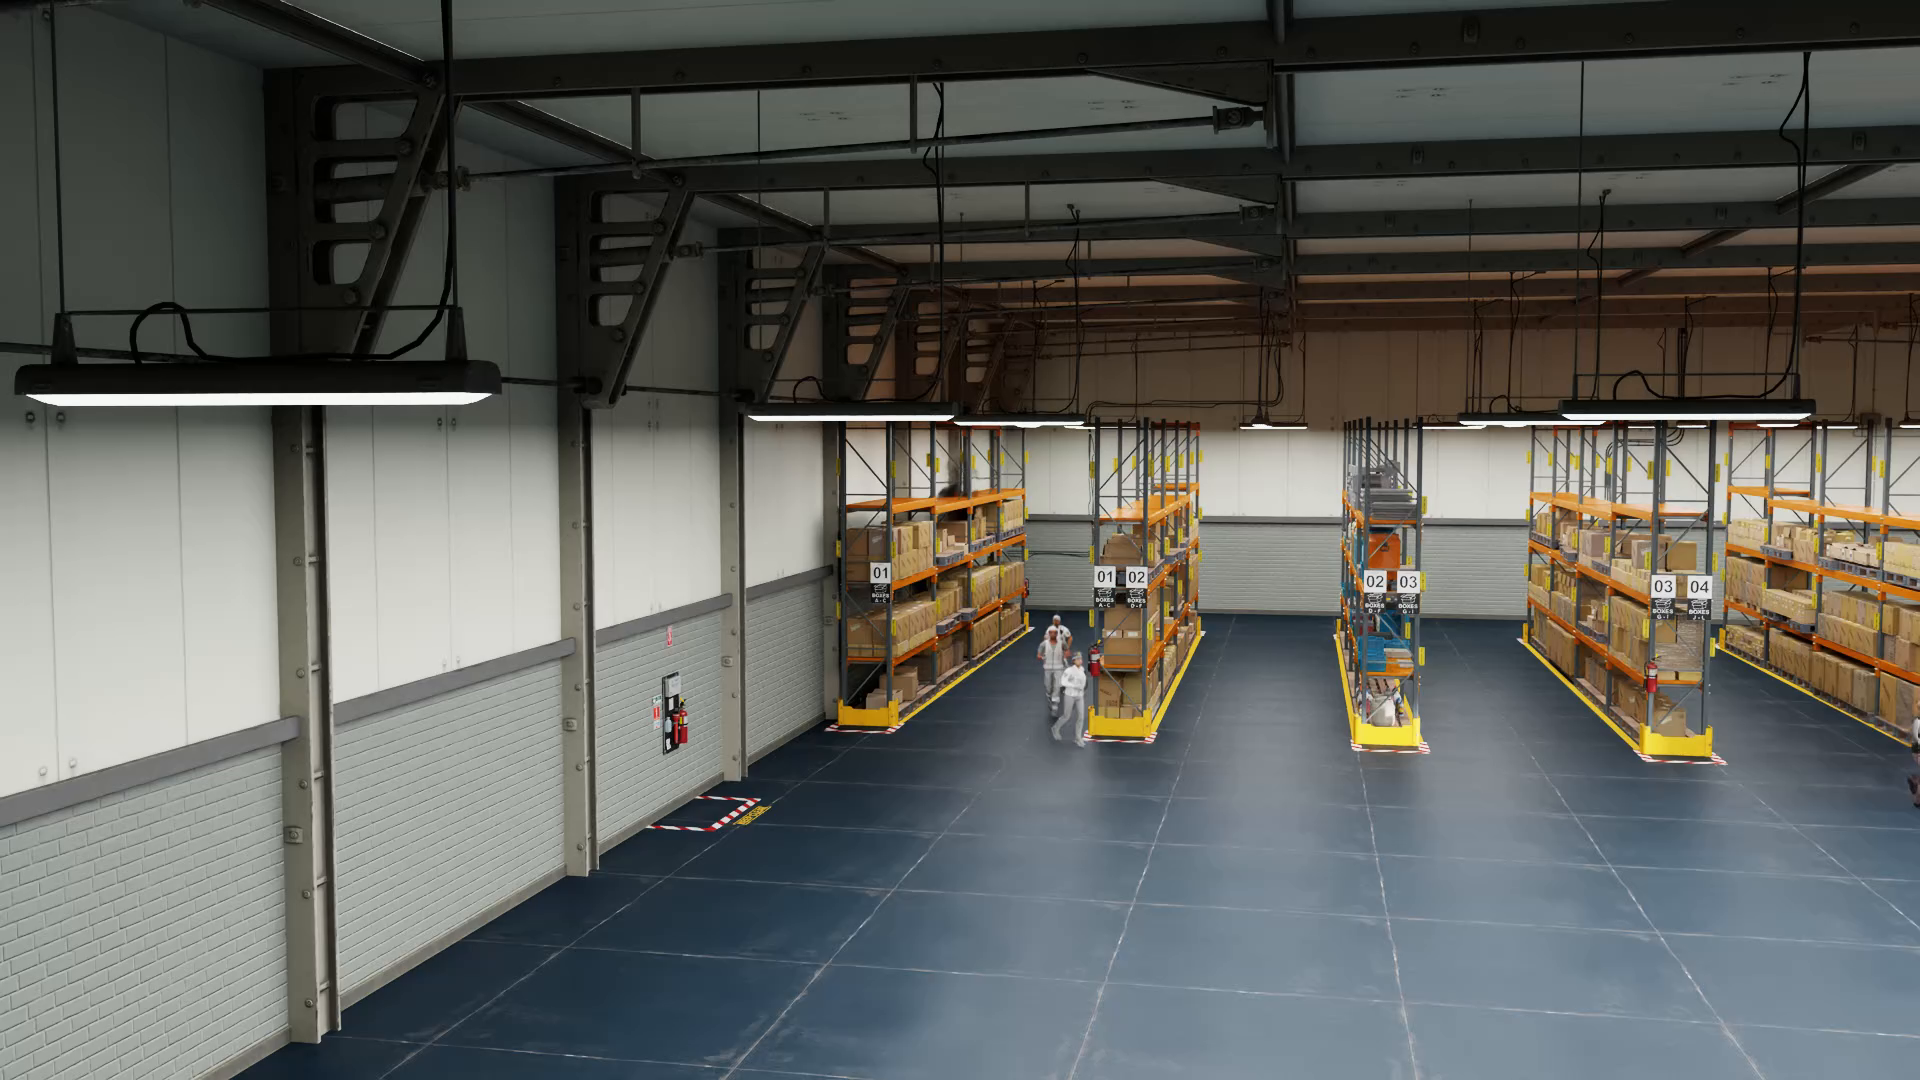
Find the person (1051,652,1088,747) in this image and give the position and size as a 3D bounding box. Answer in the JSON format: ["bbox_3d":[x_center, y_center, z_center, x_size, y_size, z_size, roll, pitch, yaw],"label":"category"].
[{"bbox_3d":[2.089,2.894,30.554,0.625,1.711,0.856,-2,4,-34],"label":"person"}]

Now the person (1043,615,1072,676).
[{"bbox_3d":[2.184,2.504,37.291,0.640,1.615,0.571,1,4,9],"label":"person"}]

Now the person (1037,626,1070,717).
[{"bbox_3d":[1.878,2.621,33.549,0.654,1.776,0.985,0,4,5],"label":"person"}]

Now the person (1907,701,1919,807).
[{"bbox_3d":[14.710,3.252,25.294,0.682,1.673,0.603,-3,5,-43],"label":"person"}]
